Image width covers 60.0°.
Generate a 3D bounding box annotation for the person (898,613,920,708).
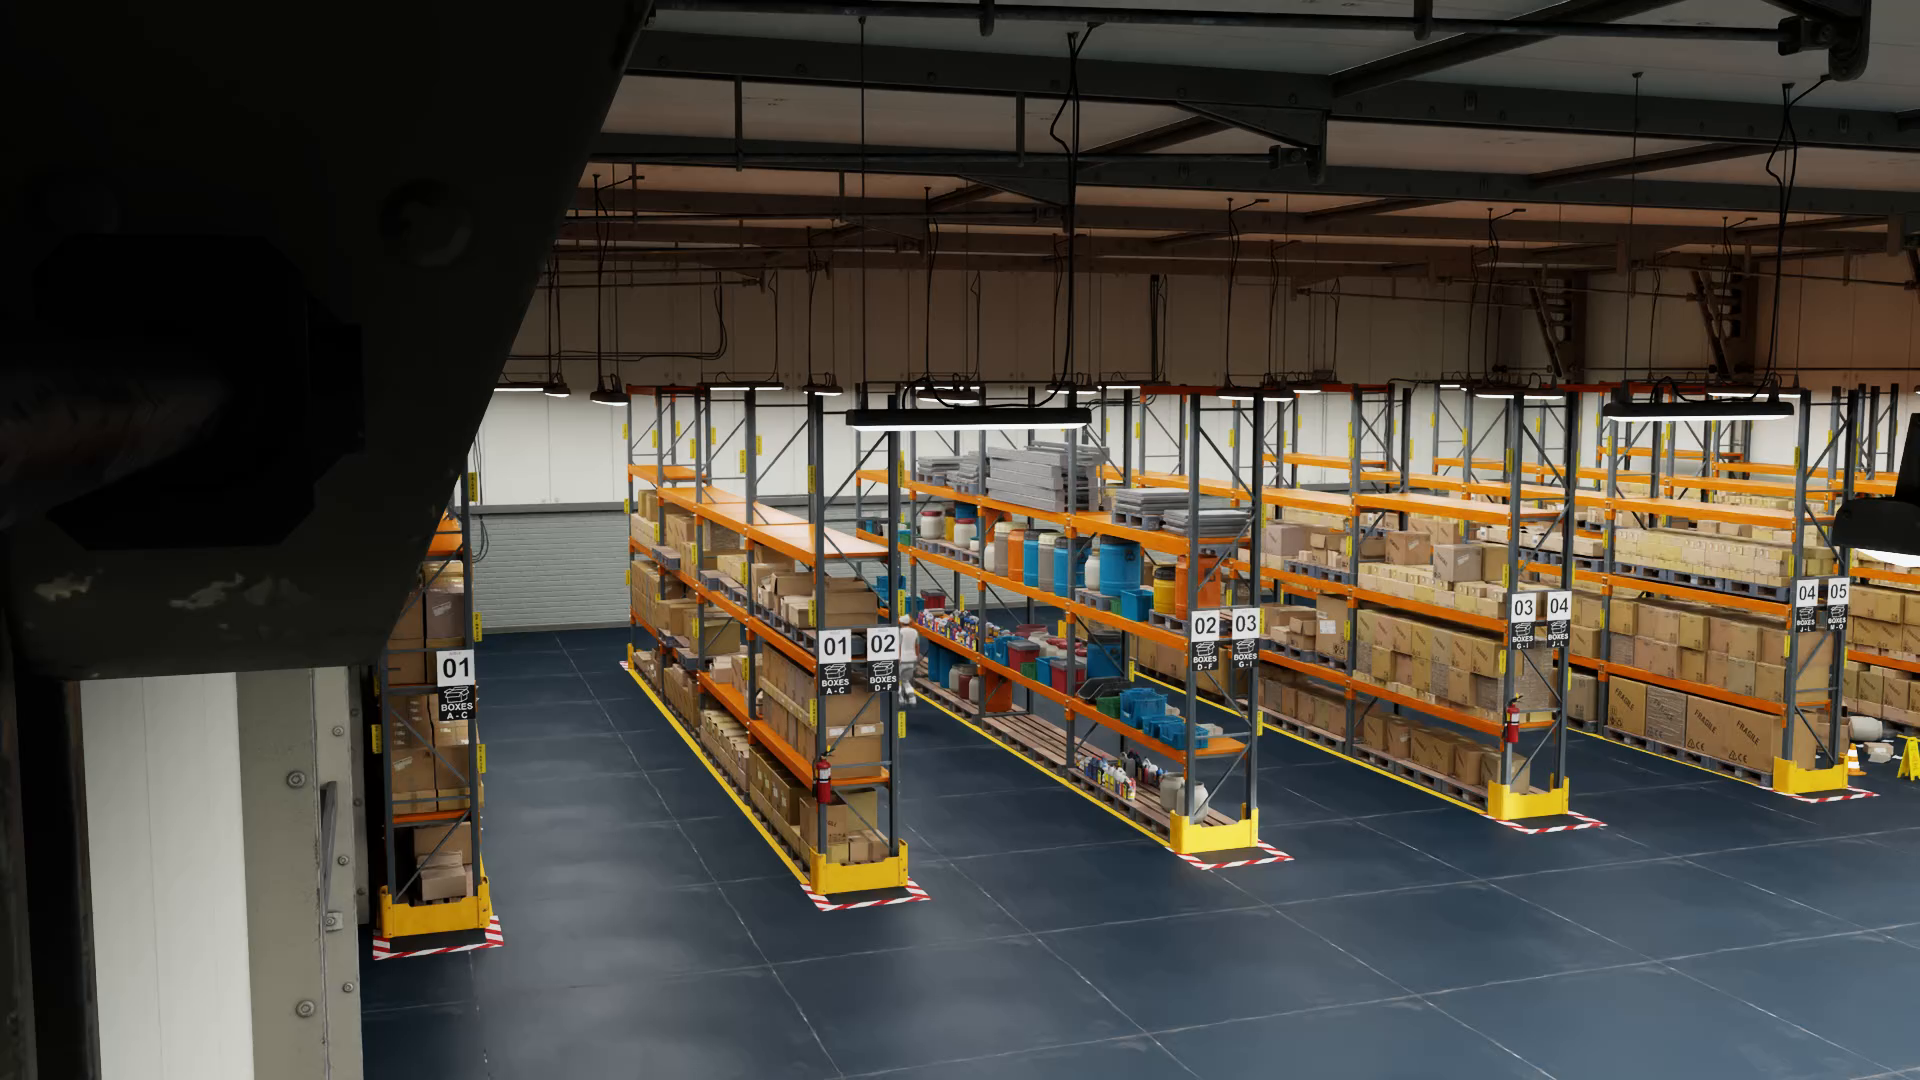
[{"bbox_3d":[-0.976,2.178,29.754,0.590,1.751,0.562,-5,8,-39],"label":"person"}]
